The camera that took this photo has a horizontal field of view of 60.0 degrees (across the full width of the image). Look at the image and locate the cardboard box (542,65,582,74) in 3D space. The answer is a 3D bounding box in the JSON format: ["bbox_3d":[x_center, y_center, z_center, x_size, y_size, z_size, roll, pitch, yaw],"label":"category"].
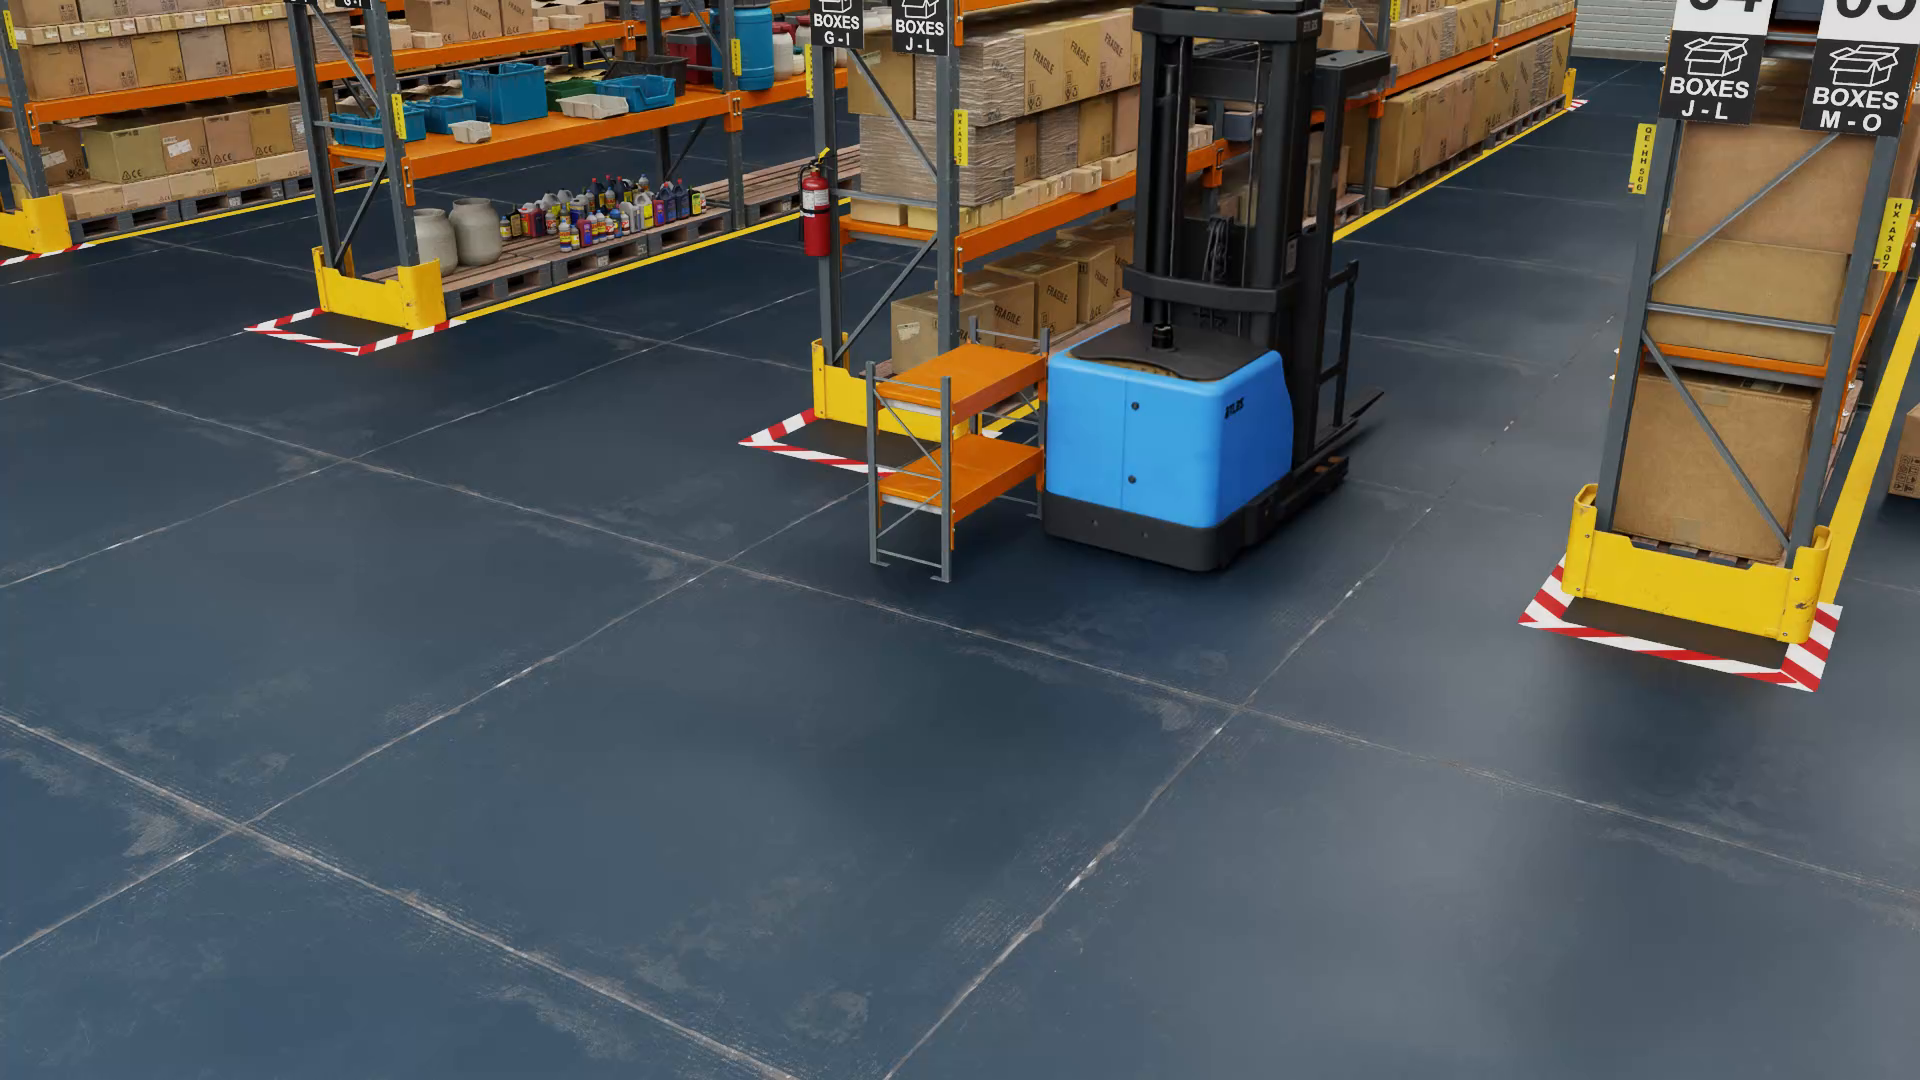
[{"bbox_3d":[-5.178,-5.974,21.499,0.500,0.311,0.500,15,28,31],"label":"cardboard box"}]

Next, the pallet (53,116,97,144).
[{"bbox_3d":[-11.297,-5.074,20.704,1.003,0.211,1.213,14,27,29],"label":"pallet"}]

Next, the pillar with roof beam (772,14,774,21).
[{"bbox_3d":[-0.296,-13.581,29.294,9.100,9.000,0.400,14,27,29],"label":"pillar with roof beam"}]

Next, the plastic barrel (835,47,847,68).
[{"bbox_3d":[-1.250,-5.244,17.417,0.433,0.535,0.433,0,23,0],"label":"plastic barrel"}]

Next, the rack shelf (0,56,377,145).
[{"bbox_3d":[-7.818,-4.545,16.879,1.077,0.370,4.000,14,27,29],"label":"rack shelf"}]

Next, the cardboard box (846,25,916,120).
[{"bbox_3d":[-0.378,-3.002,10.650,0.500,0.500,0.500,14,27,29],"label":"cardboard box"}]

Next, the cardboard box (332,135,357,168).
[{"bbox_3d":[-6.822,-4.279,18.291,0.500,0.250,0.500,14,27,29],"label":"cardboard box"}]

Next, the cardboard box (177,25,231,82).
[{"bbox_3d":[-7.801,-4.924,16.723,0.700,0.500,0.500,15,27,31],"label":"cardboard box"}]

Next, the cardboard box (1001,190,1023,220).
[{"bbox_3d":[0.187,-2.216,10.909,0.380,0.149,0.250,14,27,29],"label":"cardboard box"}]

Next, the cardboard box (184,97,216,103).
[{"bbox_3d":[-10.369,-6.079,22.109,0.700,0.500,0.500,13,27,28],"label":"cardboard box"}]

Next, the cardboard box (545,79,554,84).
[{"bbox_3d":[-5.257,-5.514,20.438,0.500,0.311,0.500,14,27,29],"label":"cardboard box"}]

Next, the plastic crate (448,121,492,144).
[{"bbox_3d":[-3.921,-3.275,13.371,0.298,0.136,0.250,14,27,29],"label":"plastic crate"}]

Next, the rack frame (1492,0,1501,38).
[{"bbox_3d":[5.871,-6.173,19.734,1.000,3.000,0.127,14,27,29],"label":"rack frame"}]

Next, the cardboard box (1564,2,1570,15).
[{"bbox_3d":[7.938,-7.131,22.262,0.380,0.149,0.250,14,27,29],"label":"cardboard box"}]

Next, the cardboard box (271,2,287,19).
[{"bbox_3d":[-7.130,-5.497,17.229,0.380,0.149,0.250,14,27,29],"label":"cardboard box"}]

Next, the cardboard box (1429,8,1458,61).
[{"bbox_3d":[5.052,-5.493,18.036,0.500,0.500,0.500,14,27,29],"label":"cardboard box"}]

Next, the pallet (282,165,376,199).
[{"bbox_3d":[-7.218,-4.011,18.250,1.003,0.211,1.213,14,27,29],"label":"pallet"}]

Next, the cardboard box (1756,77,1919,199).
[{"bbox_3d":[4.553,-2.097,8.769,0.875,0.550,0.550,14,27,29],"label":"cardboard box"}]

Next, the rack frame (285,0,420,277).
[{"bbox_3d":[-4.666,-3.161,12.776,1.000,3.000,0.127,14,27,29],"label":"rack frame"}]

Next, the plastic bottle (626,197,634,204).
[{"bbox_3d":[-3.023,-3.028,15.334,0.061,0.283,0.133,14,27,29],"label":"plastic bottle"}]

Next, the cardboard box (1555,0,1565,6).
[{"bbox_3d":[7.683,-7.201,21.922,0.500,0.250,0.500,13,27,28],"label":"cardboard box"}]

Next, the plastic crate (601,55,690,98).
[{"bbox_3d":[-2.941,-4.333,15.561,0.767,0.338,0.504,14,27,29],"label":"plastic crate"}]

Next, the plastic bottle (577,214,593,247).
[{"bbox_3d":[-3.310,-2.736,14.659,0.061,0.283,0.133,14,27,30],"label":"plastic bottle"}]

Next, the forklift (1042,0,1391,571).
[{"bbox_3d":[1.691,-1.714,9.521,1.130,2.935,3.031,15,27,31],"label":"forklift"}]

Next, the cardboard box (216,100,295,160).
[{"bbox_3d":[-7.356,-4.287,17.366,0.500,0.500,0.500,14,27,29],"label":"cardboard box"}]

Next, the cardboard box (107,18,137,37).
[{"bbox_3d":[-8.078,-4.890,15.827,0.380,0.149,0.250,13,27,28],"label":"cardboard box"}]

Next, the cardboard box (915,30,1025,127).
[{"bbox_3d":[0.063,-2.893,10.398,0.500,0.500,0.500,14,27,29],"label":"cardboard box"}]

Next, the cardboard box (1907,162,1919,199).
[{"bbox_3d":[5.357,-2.151,10.255,0.875,0.550,0.550,14,27,29],"label":"cardboard box"}]

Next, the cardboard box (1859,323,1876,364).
[{"bbox_3d":[6.063,-1.788,11.909,1.050,0.750,0.750,14,27,29],"label":"cardboard box"}]

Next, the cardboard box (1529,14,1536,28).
[{"bbox_3d":[6.993,-6.526,20.865,0.380,0.149,0.250,14,27,30],"label":"cardboard box"}]

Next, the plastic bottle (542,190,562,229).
[{"bbox_3d":[-3.757,-3.042,15.282,0.144,0.351,0.185,15,28,31],"label":"plastic bottle"}]

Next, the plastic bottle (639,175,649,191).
[{"bbox_3d":[-3.097,-3.445,16.313,0.097,0.271,0.097,0,23,0],"label":"plastic bottle"}]

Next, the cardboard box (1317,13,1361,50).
[{"bbox_3d":[3.301,-4.662,15.589,0.700,0.500,0.500,19,30,37],"label":"cardboard box"}]

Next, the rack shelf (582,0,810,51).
[{"bbox_3d":[-3.598,-7.245,23.116,1.077,0.370,4.000,14,27,29],"label":"rack shelf"}]

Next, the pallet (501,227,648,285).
[{"bbox_3d":[-3.589,-2.600,14.991,1.003,0.211,1.213,14,27,29],"label":"pallet"}]

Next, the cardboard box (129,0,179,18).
[{"bbox_3d":[-8.050,-5.363,16.105,0.700,0.500,0.500,14,27,29],"label":"cardboard box"}]

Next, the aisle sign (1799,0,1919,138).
[{"bbox_3d":[3.919,-2.156,7.182,0.394,0.787,0.004,14,27,29],"label":"aisle sign"}]

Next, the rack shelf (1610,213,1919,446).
[{"bbox_3d":[4.757,-1.395,9.601,1.077,0.370,4.000,14,27,29],"label":"rack shelf"}]

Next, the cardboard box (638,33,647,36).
[{"bbox_3d":[-5.731,-8.906,28.664,0.700,0.500,0.500,15,27,30],"label":"cardboard box"}]

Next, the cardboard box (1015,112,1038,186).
[{"bbox_3d":[0.017,-2.679,11.163,0.875,0.500,0.500,14,27,29],"label":"cardboard box"}]

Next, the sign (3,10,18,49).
[{"bbox_3d":[-8.404,-4.516,14.716,0.100,0.325,0.005,14,27,29],"label":"sign"}]

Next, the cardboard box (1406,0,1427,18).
[{"bbox_3d":[4.507,-5.792,17.466,0.797,0.503,0.637,15,27,30],"label":"cardboard box"}]

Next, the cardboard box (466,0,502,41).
[{"bbox_3d":[-5.802,-6.199,19.668,0.500,0.500,0.500,14,27,29],"label":"cardboard box"}]

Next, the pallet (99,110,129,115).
[{"bbox_3d":[-10.564,-5.571,21.852,1.003,0.211,1.213,14,27,29],"label":"pallet"}]

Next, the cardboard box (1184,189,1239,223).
[{"bbox_3d":[1.994,-2.731,14.375,0.700,0.500,0.500,12,26,25],"label":"cardboard box"}]

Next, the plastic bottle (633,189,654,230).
[{"bbox_3d":[-2.923,-3.046,15.291,0.144,0.351,0.185,14,27,29],"label":"plastic bottle"}]

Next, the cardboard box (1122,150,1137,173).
[{"bbox_3d":[1.086,-2.812,12.287,0.380,0.149,0.250,14,27,29],"label":"cardboard box"}]

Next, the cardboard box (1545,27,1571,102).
[{"bbox_3d":[7.712,-6.508,22.654,0.875,0.875,0.875,14,27,29],"label":"cardboard box"}]

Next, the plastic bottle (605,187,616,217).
[{"bbox_3d":[-3.309,-3.201,15.750,0.097,0.271,0.097,0,23,0],"label":"plastic bottle"}]

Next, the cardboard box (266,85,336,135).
[{"bbox_3d":[-7.273,-4.735,18.400,0.500,0.500,0.500,14,27,29],"label":"cardboard box"}]

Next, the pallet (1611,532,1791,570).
[{"bbox_3d":[4.057,-0.056,9.114,1.003,0.211,1.213,14,27,29],"label":"pallet"}]

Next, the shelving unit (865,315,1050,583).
[{"bbox_3d":[0.004,-0.518,9.032,0.538,1.125,1.048,14,27,29],"label":"shelving unit"}]
